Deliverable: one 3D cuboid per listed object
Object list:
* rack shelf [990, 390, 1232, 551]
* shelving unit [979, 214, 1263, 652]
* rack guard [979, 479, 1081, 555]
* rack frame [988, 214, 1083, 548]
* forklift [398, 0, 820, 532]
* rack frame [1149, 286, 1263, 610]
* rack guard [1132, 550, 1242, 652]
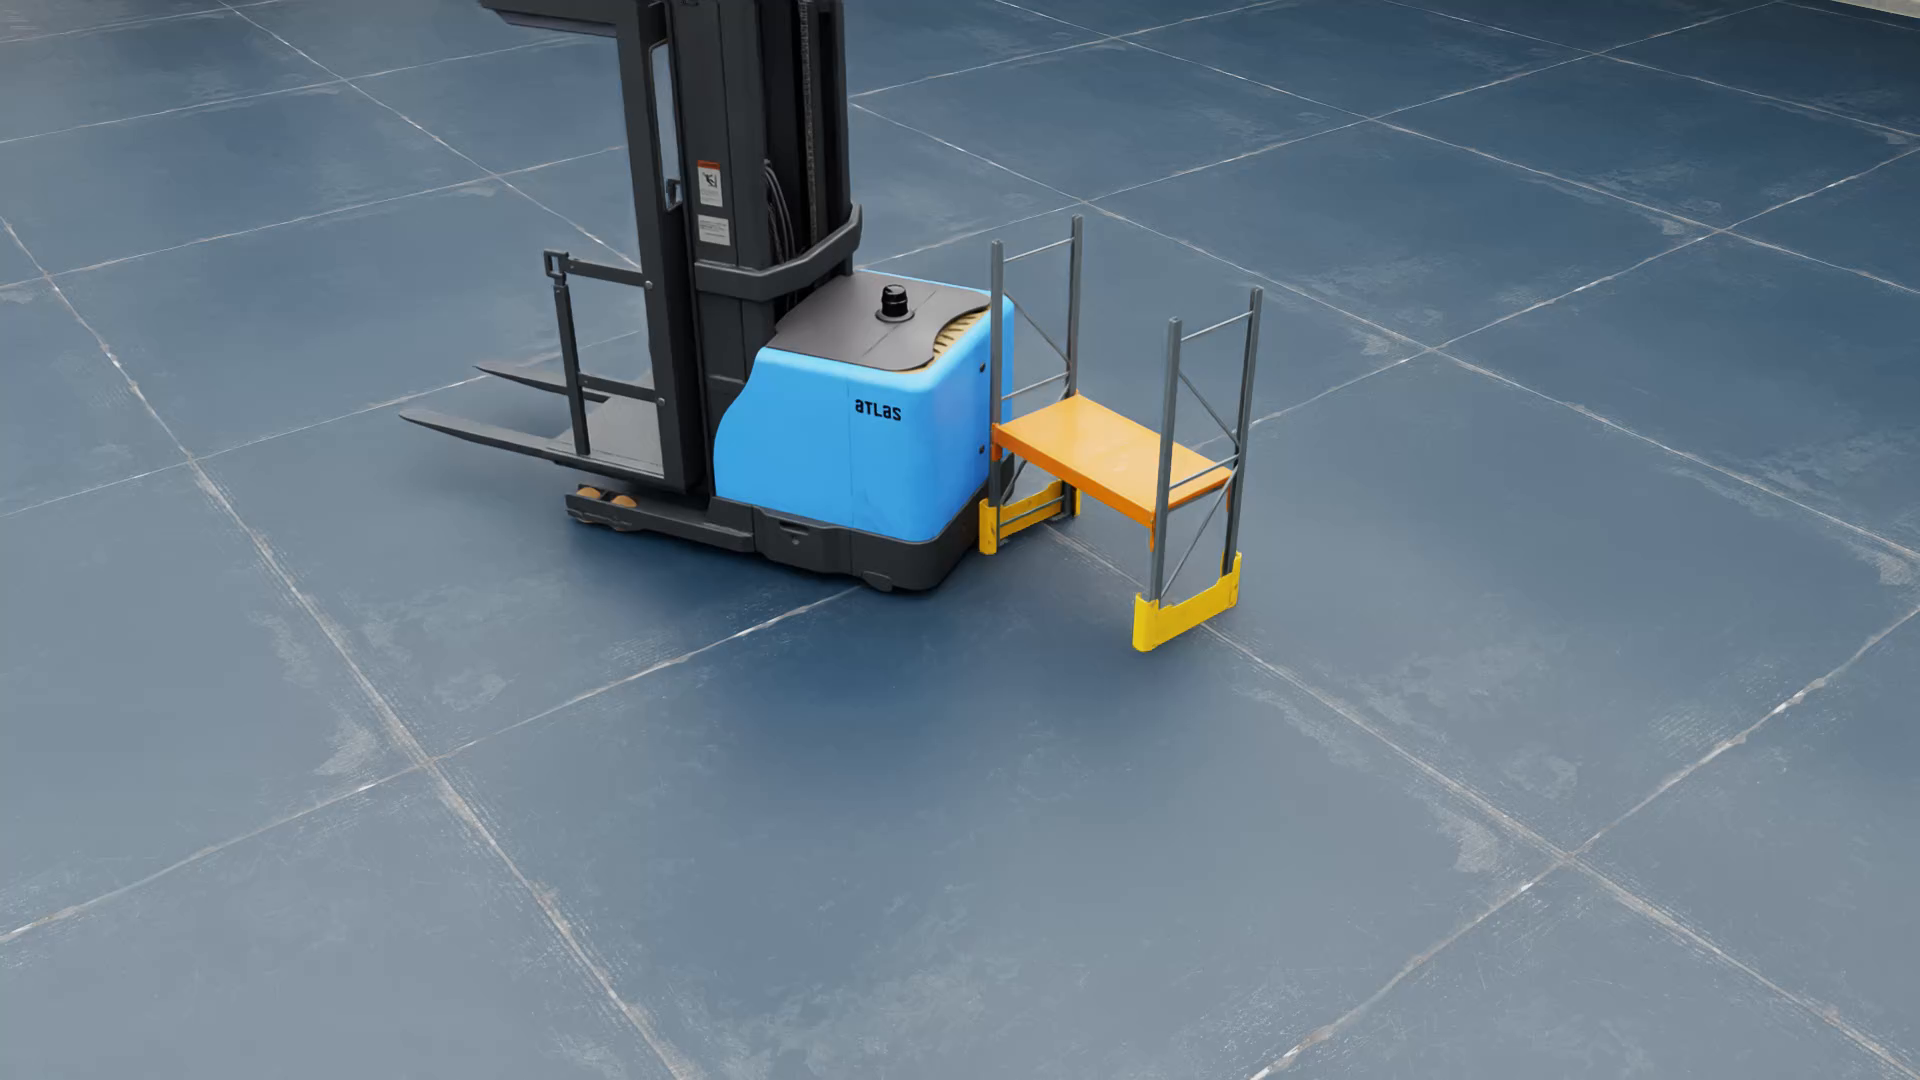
[{"bbox_3d":[0.657,-0.321,7.187,0.538,0.185,1.000,-24,39,-33],"label":"rack shelf"},{"bbox_3d":[0.652,-0.478,7.098,0.587,1.500,1.083,-24,39,-33],"label":"shelving unit"},{"bbox_3d":[0.331,-0.148,7.751,0.587,0.250,0.087,-24,39,-33],"label":"rack guard"},{"bbox_3d":[0.330,-0.679,7.422,0.500,1.500,0.032,-24,39,-33],"label":"rack frame"},{"bbox_3d":[-1.302,-1.525,7.427,3.031,2.935,1.121,13,34,20],"label":"forklift"},{"bbox_3d":[0.985,-0.269,6.761,0.500,1.500,0.032,-24,39,-33],"label":"rack frame"},{"bbox_3d":[0.972,0.254,7.104,0.587,0.250,0.087,-24,39,-33],"label":"rack guard"}]
